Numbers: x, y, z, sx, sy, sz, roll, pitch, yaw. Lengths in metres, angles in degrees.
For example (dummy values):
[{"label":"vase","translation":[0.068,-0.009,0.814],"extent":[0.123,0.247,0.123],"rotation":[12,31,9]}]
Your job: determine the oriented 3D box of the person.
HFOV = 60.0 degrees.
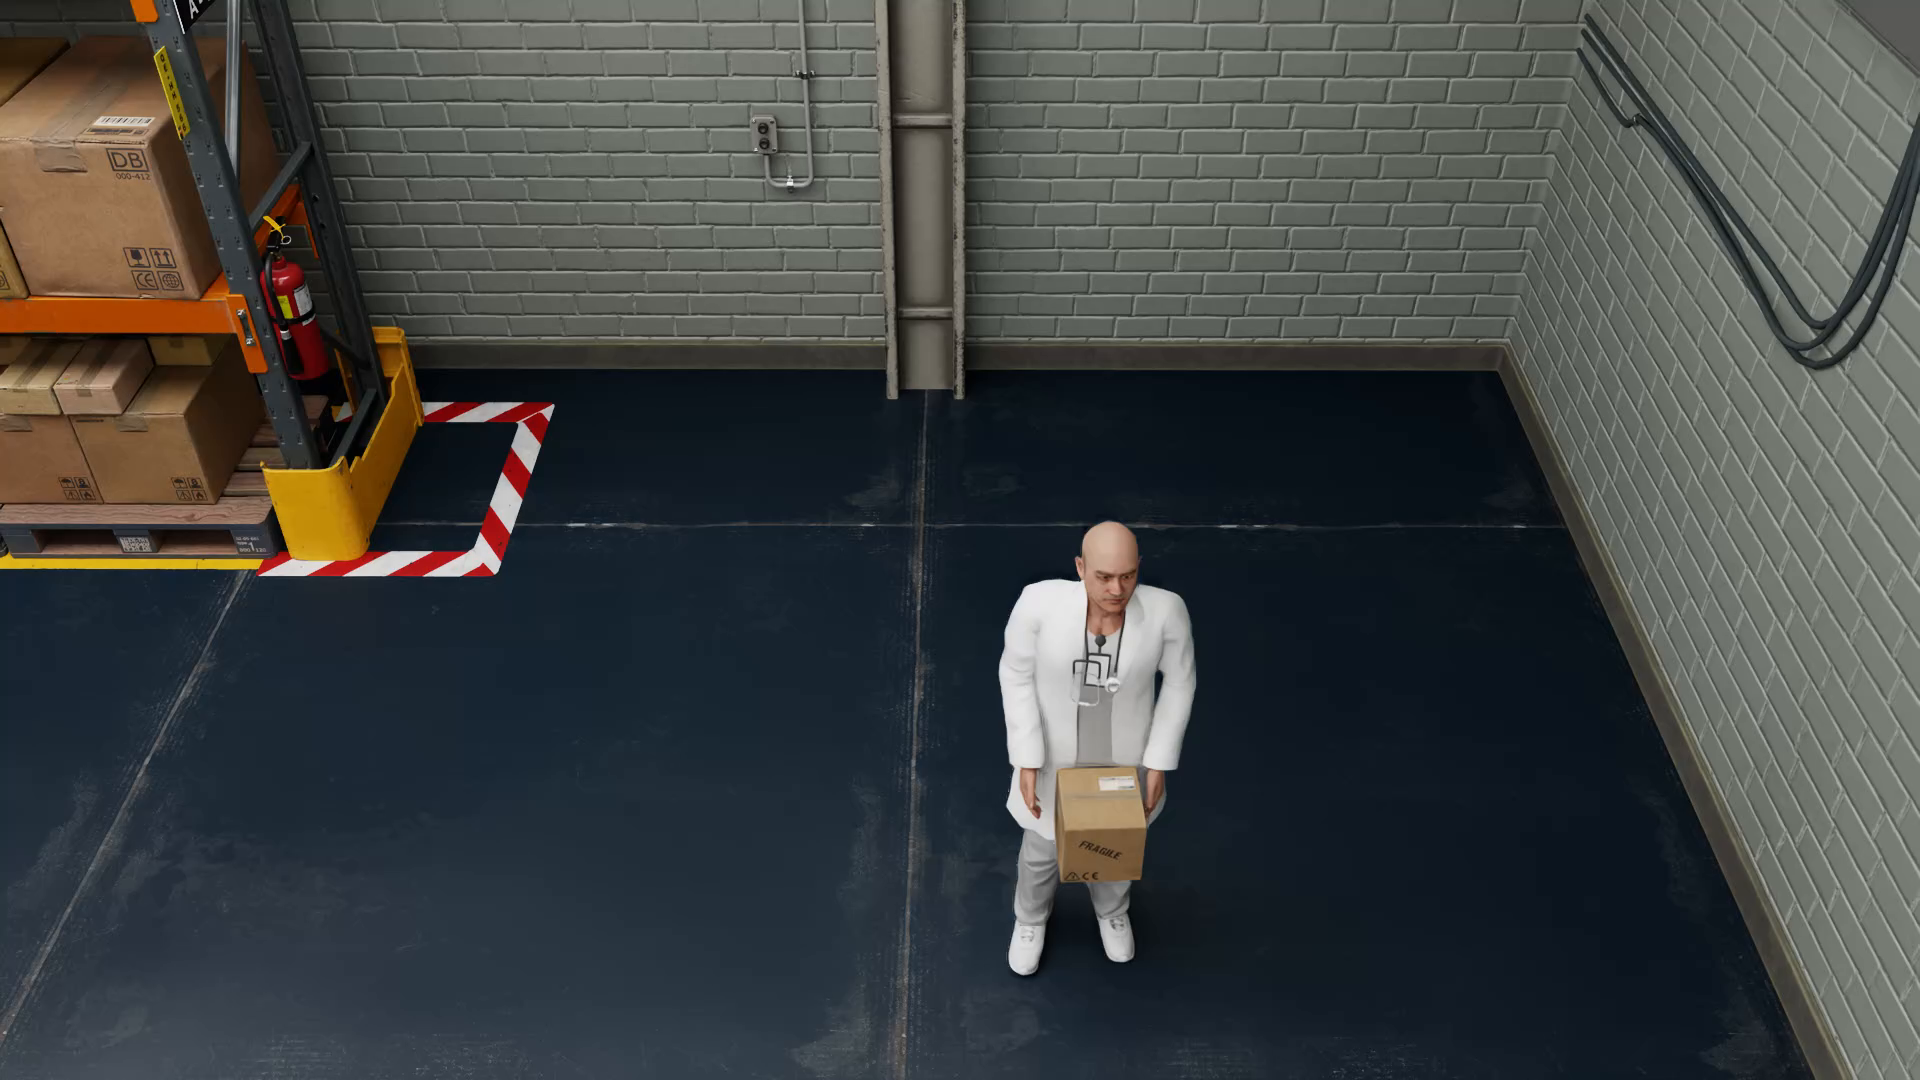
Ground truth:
[{"label":"person","translation":[0.428,0.702,5.303],"extent":[0.620,1.775,0.452],"rotation":[0,39,0]}]
